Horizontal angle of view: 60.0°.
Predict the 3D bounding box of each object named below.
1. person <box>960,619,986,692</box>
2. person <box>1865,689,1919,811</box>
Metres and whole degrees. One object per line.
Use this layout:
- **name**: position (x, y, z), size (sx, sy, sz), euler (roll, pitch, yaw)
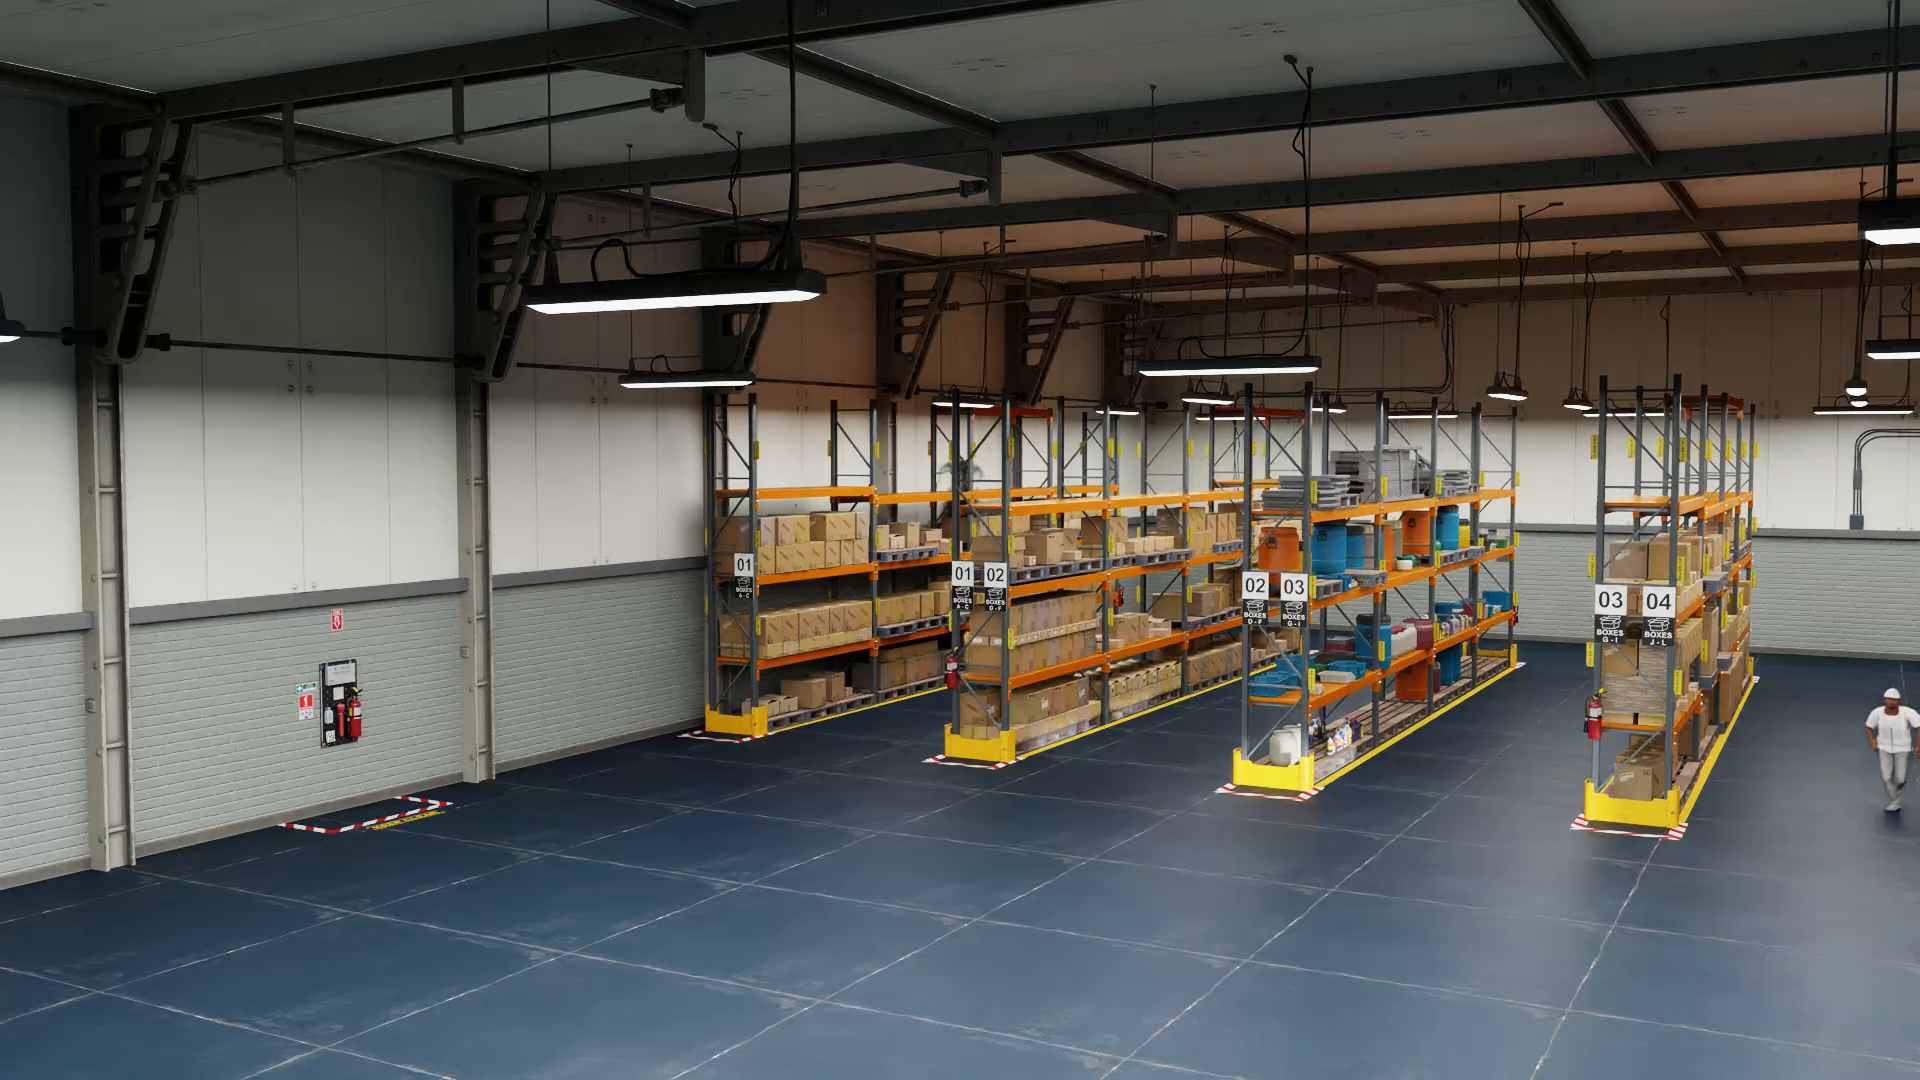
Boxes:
- **person**: position (0.303, 2.384, 32.562), size (0.736, 1.716, 0.524), euler (2, 3, 26)
- **person**: position (12.932, 2.900, 23.015), size (0.735, 1.714, 0.553), euler (2, 4, 33)
